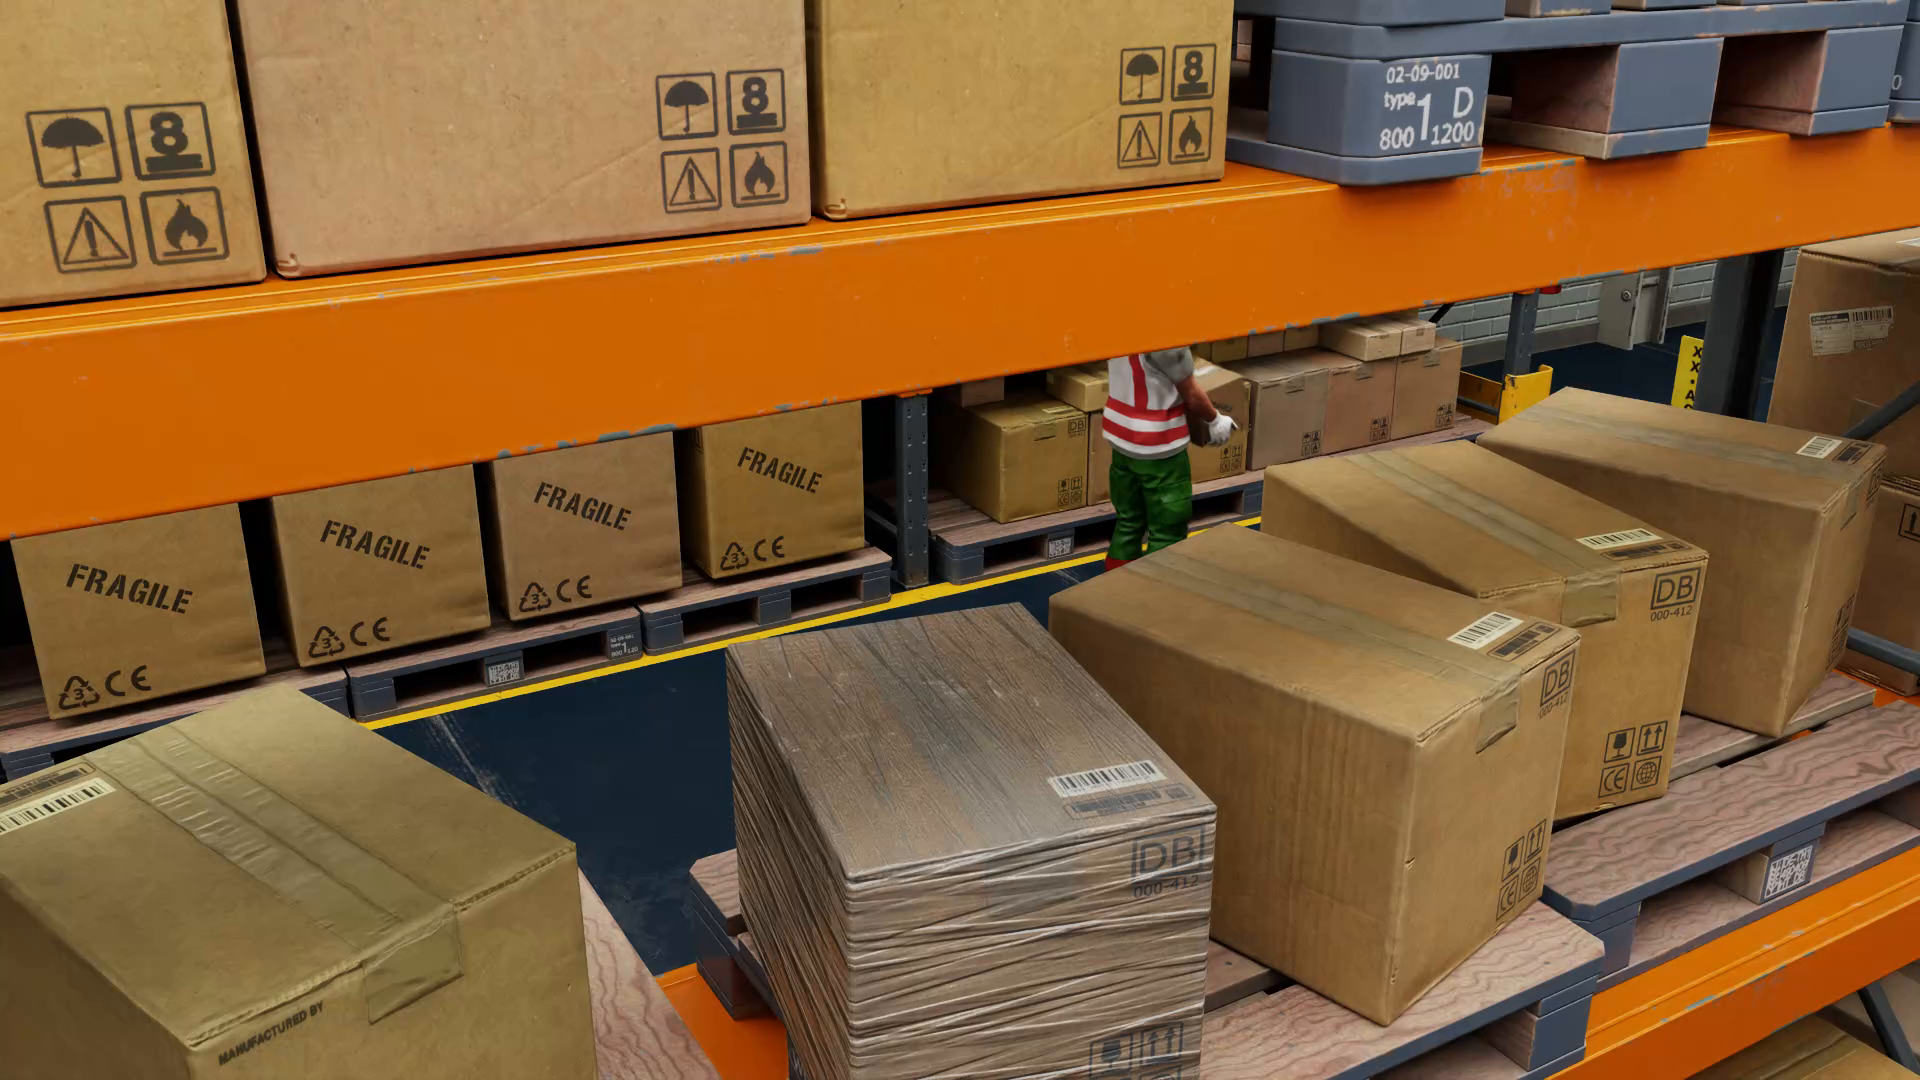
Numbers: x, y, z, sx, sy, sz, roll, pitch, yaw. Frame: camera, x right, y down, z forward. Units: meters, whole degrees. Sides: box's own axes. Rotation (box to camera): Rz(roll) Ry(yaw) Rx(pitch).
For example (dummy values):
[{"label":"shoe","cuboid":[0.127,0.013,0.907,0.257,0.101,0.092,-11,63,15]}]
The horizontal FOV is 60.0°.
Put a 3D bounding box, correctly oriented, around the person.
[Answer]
[{"label":"person","cuboid":[0.872,-0.422,7.119,0.556,1.792,0.506,-12,24,-28]}]
